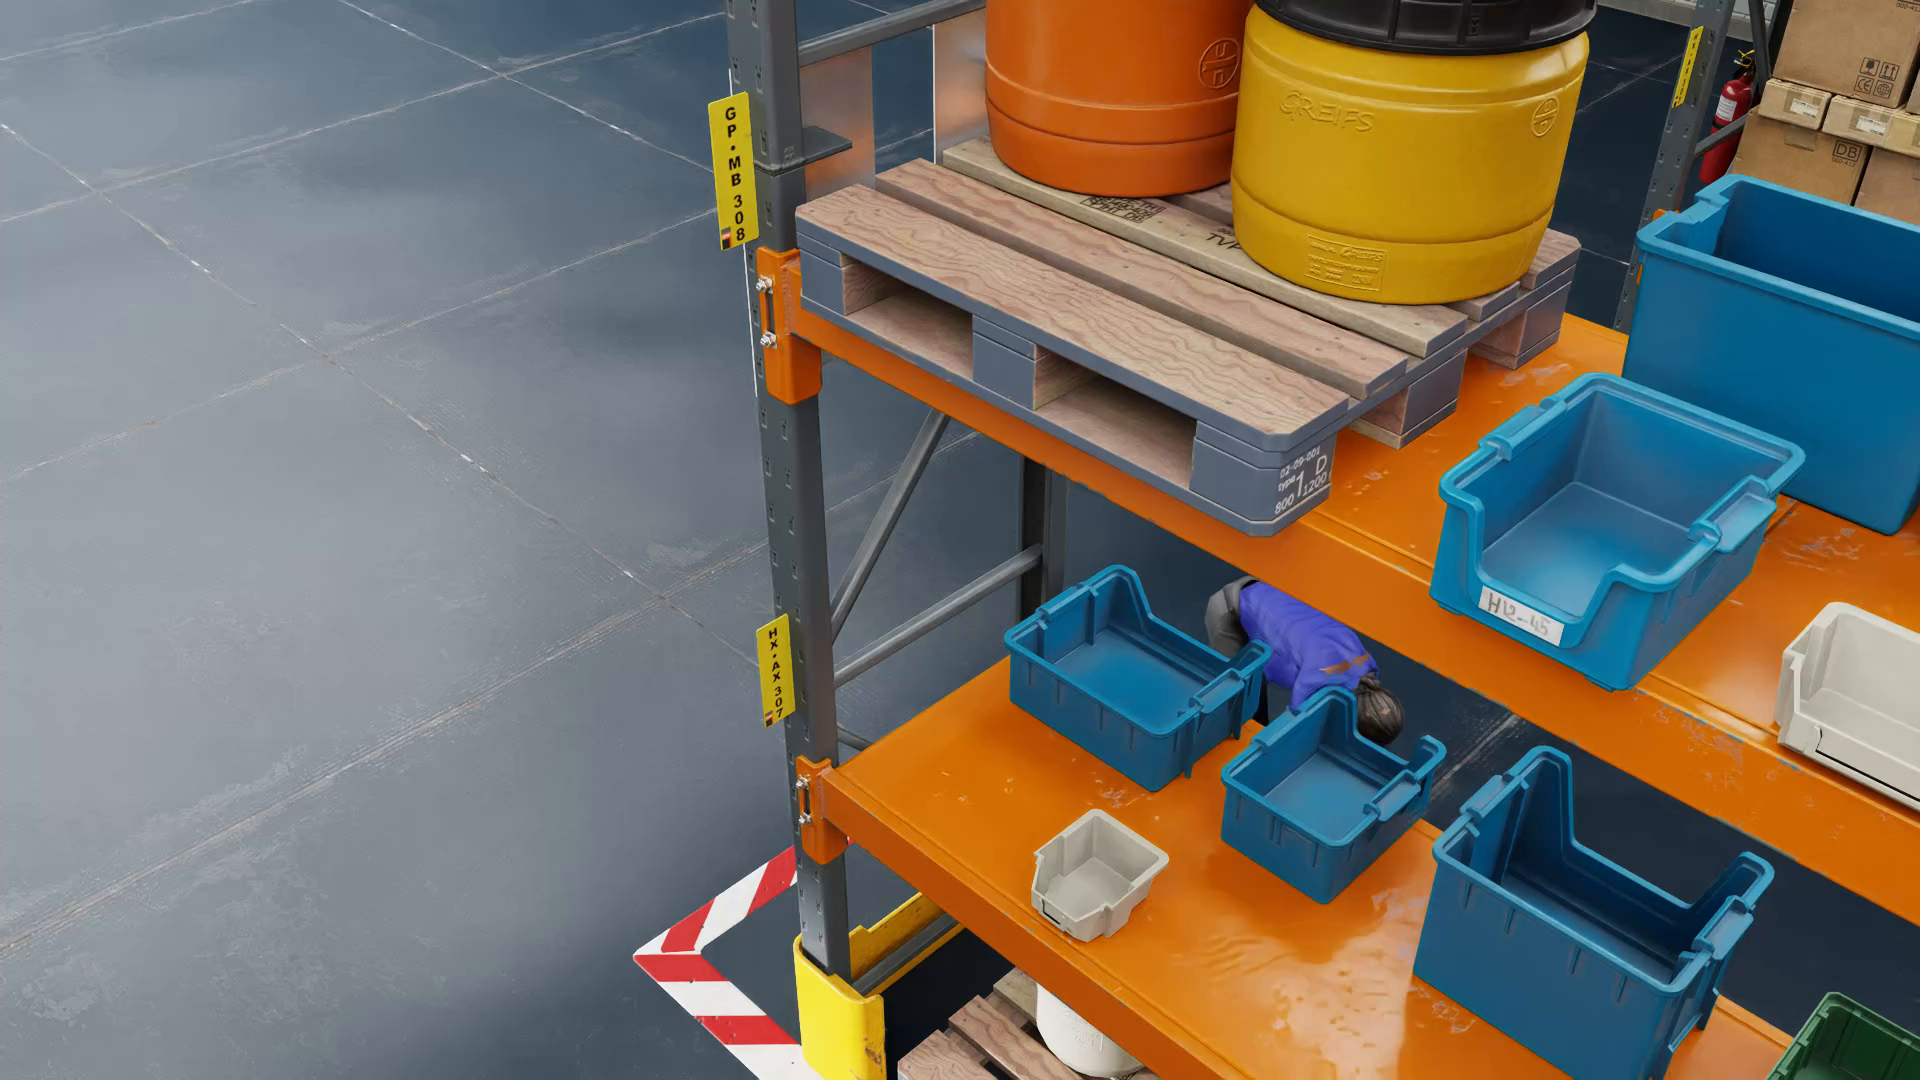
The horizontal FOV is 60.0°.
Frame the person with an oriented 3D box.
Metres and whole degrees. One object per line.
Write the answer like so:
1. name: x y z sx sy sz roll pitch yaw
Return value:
1. person: 1.192 0.646 5.865 0.437 0.943 0.874 -17 39 -22
